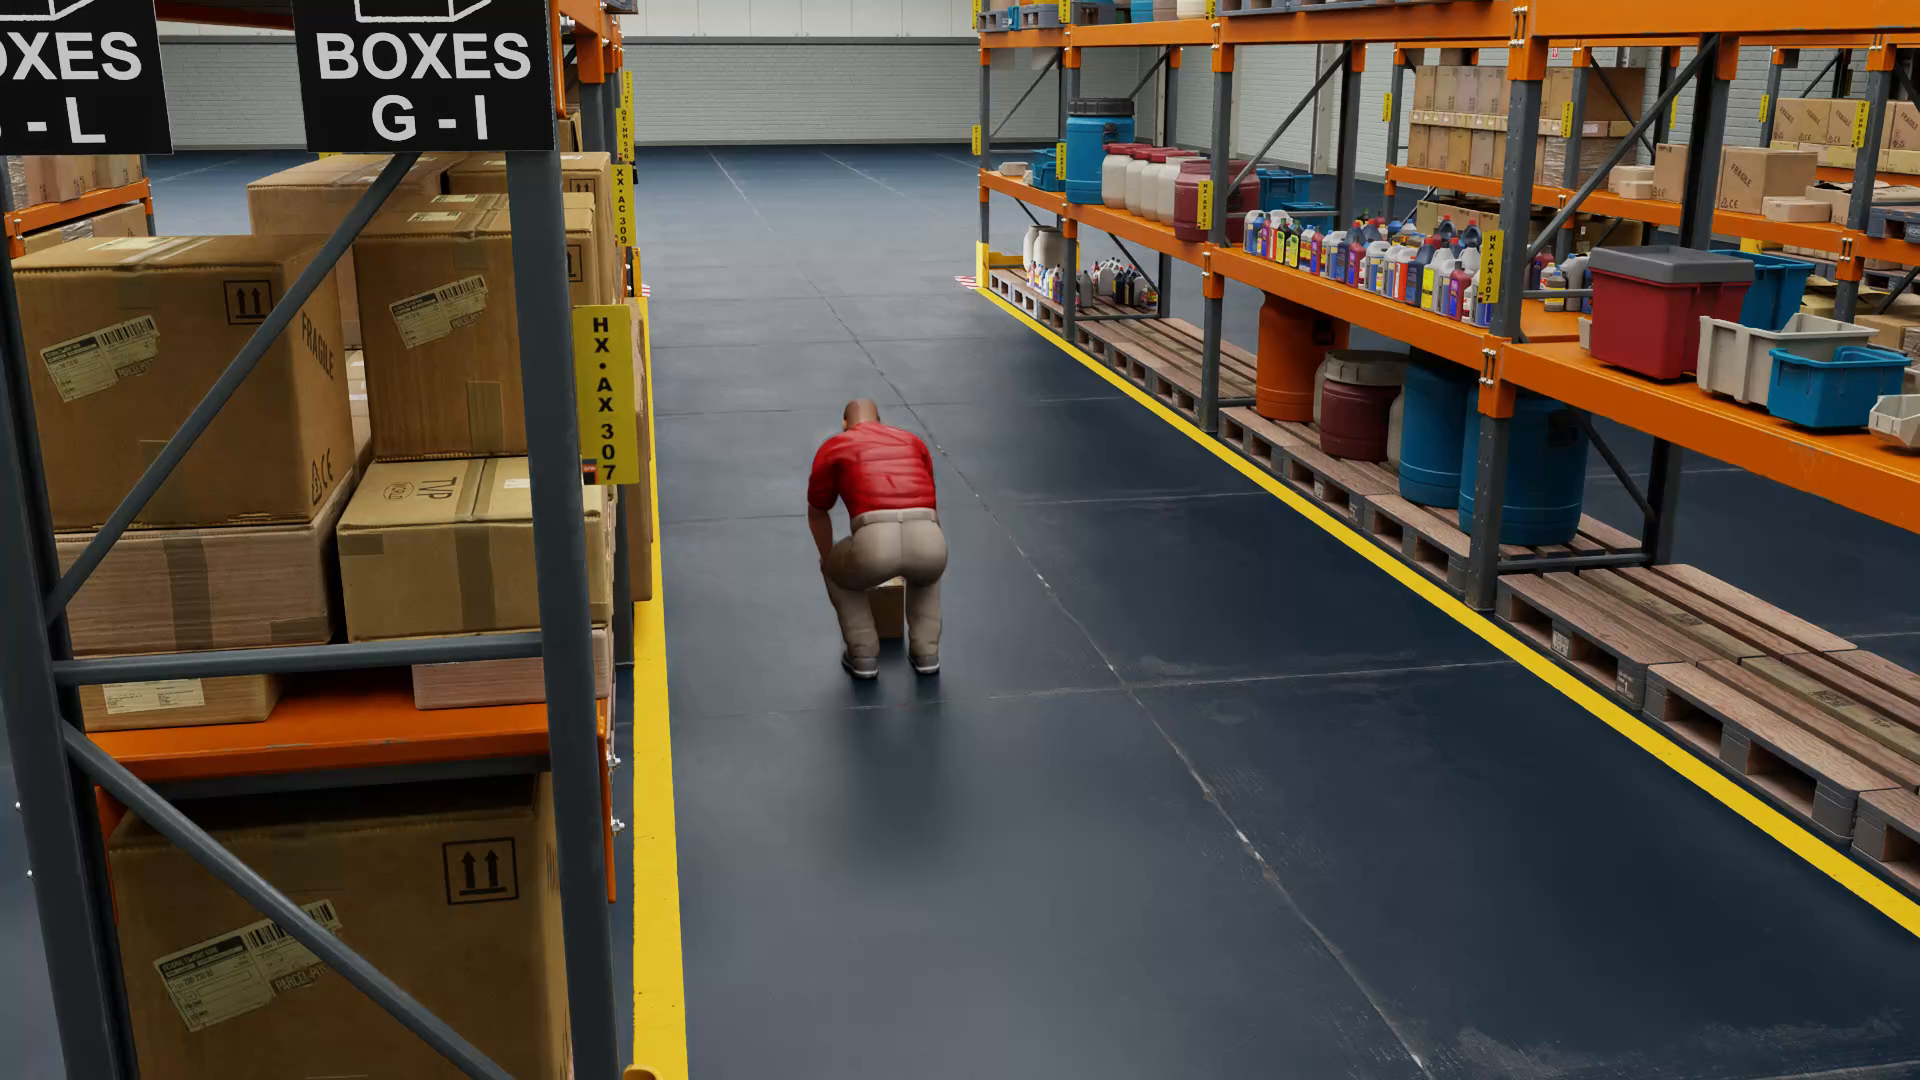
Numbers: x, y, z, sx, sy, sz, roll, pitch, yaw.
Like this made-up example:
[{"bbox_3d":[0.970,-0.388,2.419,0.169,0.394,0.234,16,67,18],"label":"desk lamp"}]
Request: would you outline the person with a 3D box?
[{"bbox_3d":[-0.350,0.073,7.253,0.567,0.931,0.876,-3,17,-11],"label":"person"}]
